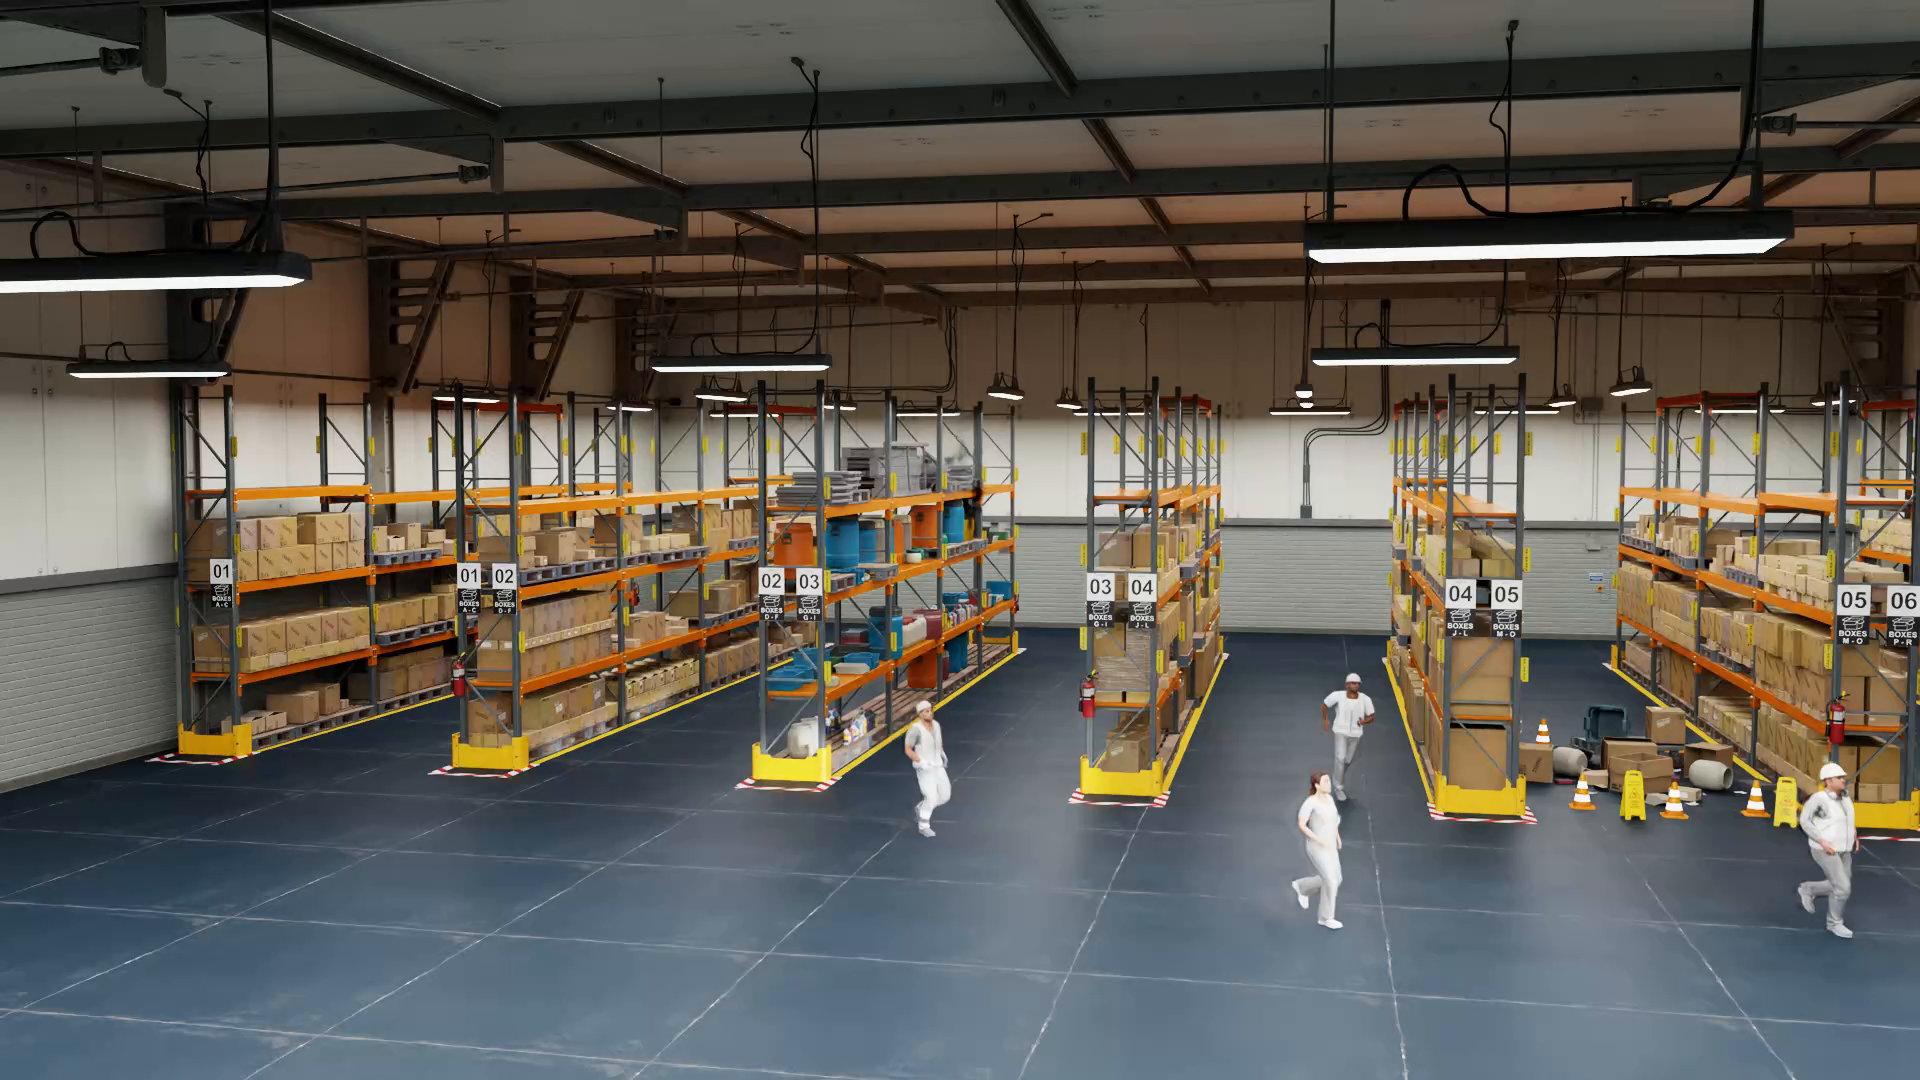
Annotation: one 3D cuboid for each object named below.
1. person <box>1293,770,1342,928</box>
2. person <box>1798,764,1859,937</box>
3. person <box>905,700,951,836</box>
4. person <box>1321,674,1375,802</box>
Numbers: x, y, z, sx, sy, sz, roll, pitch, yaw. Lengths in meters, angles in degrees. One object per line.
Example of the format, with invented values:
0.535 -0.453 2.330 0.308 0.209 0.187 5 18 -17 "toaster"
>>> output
3.732 3.208 17.409 0.585 1.627 0.655 -3 4 -43 "person"
8.987 3.174 17.258 0.681 1.744 0.713 -2 4 -26 "person"
-0.404 2.934 21.415 0.663 1.745 0.544 -3 4 -44 "person"
5.579 2.799 23.868 0.725 1.789 0.911 0 3 -1 "person"
